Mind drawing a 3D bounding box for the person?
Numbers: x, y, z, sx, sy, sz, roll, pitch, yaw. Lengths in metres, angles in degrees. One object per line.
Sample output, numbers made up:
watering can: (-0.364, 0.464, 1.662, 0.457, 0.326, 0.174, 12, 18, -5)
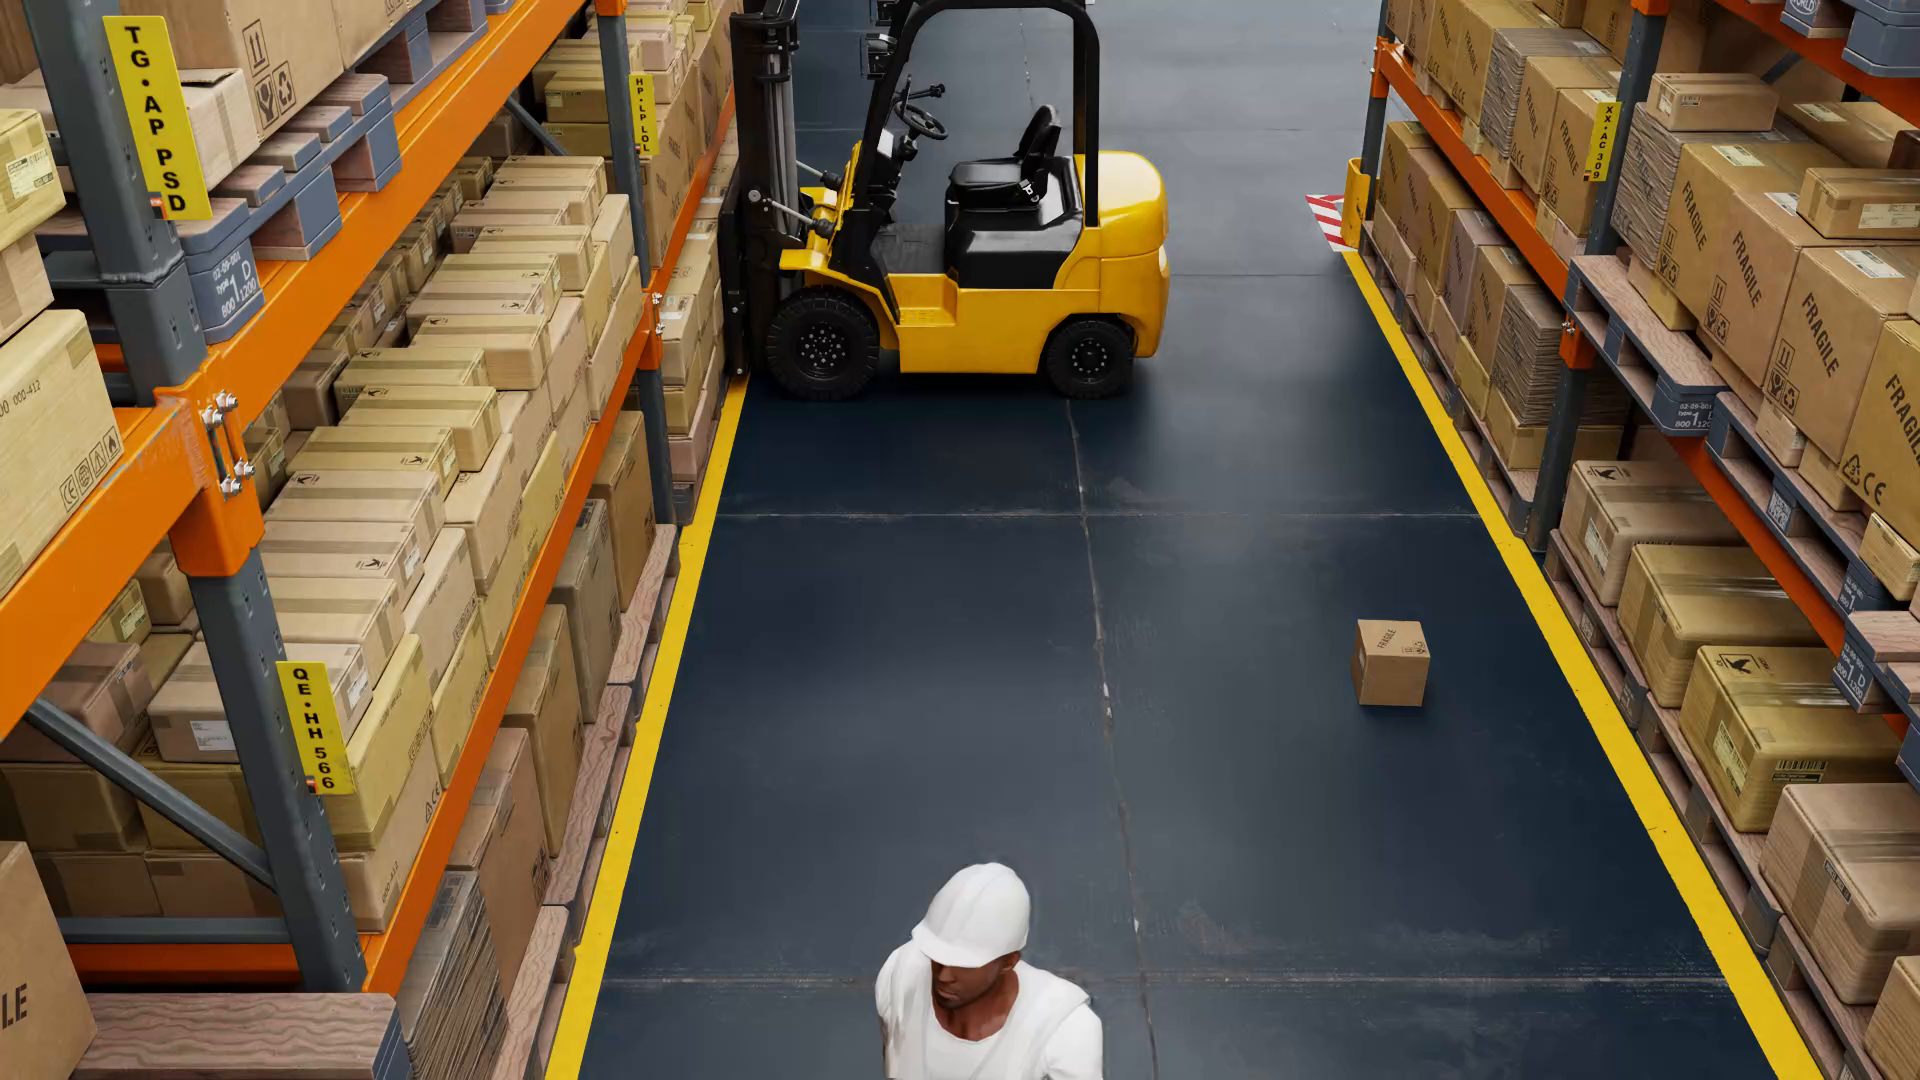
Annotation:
person: (0.018, 1.465, 3.699, 0.563, 1.710, 1.049, 11, 33, 17)
